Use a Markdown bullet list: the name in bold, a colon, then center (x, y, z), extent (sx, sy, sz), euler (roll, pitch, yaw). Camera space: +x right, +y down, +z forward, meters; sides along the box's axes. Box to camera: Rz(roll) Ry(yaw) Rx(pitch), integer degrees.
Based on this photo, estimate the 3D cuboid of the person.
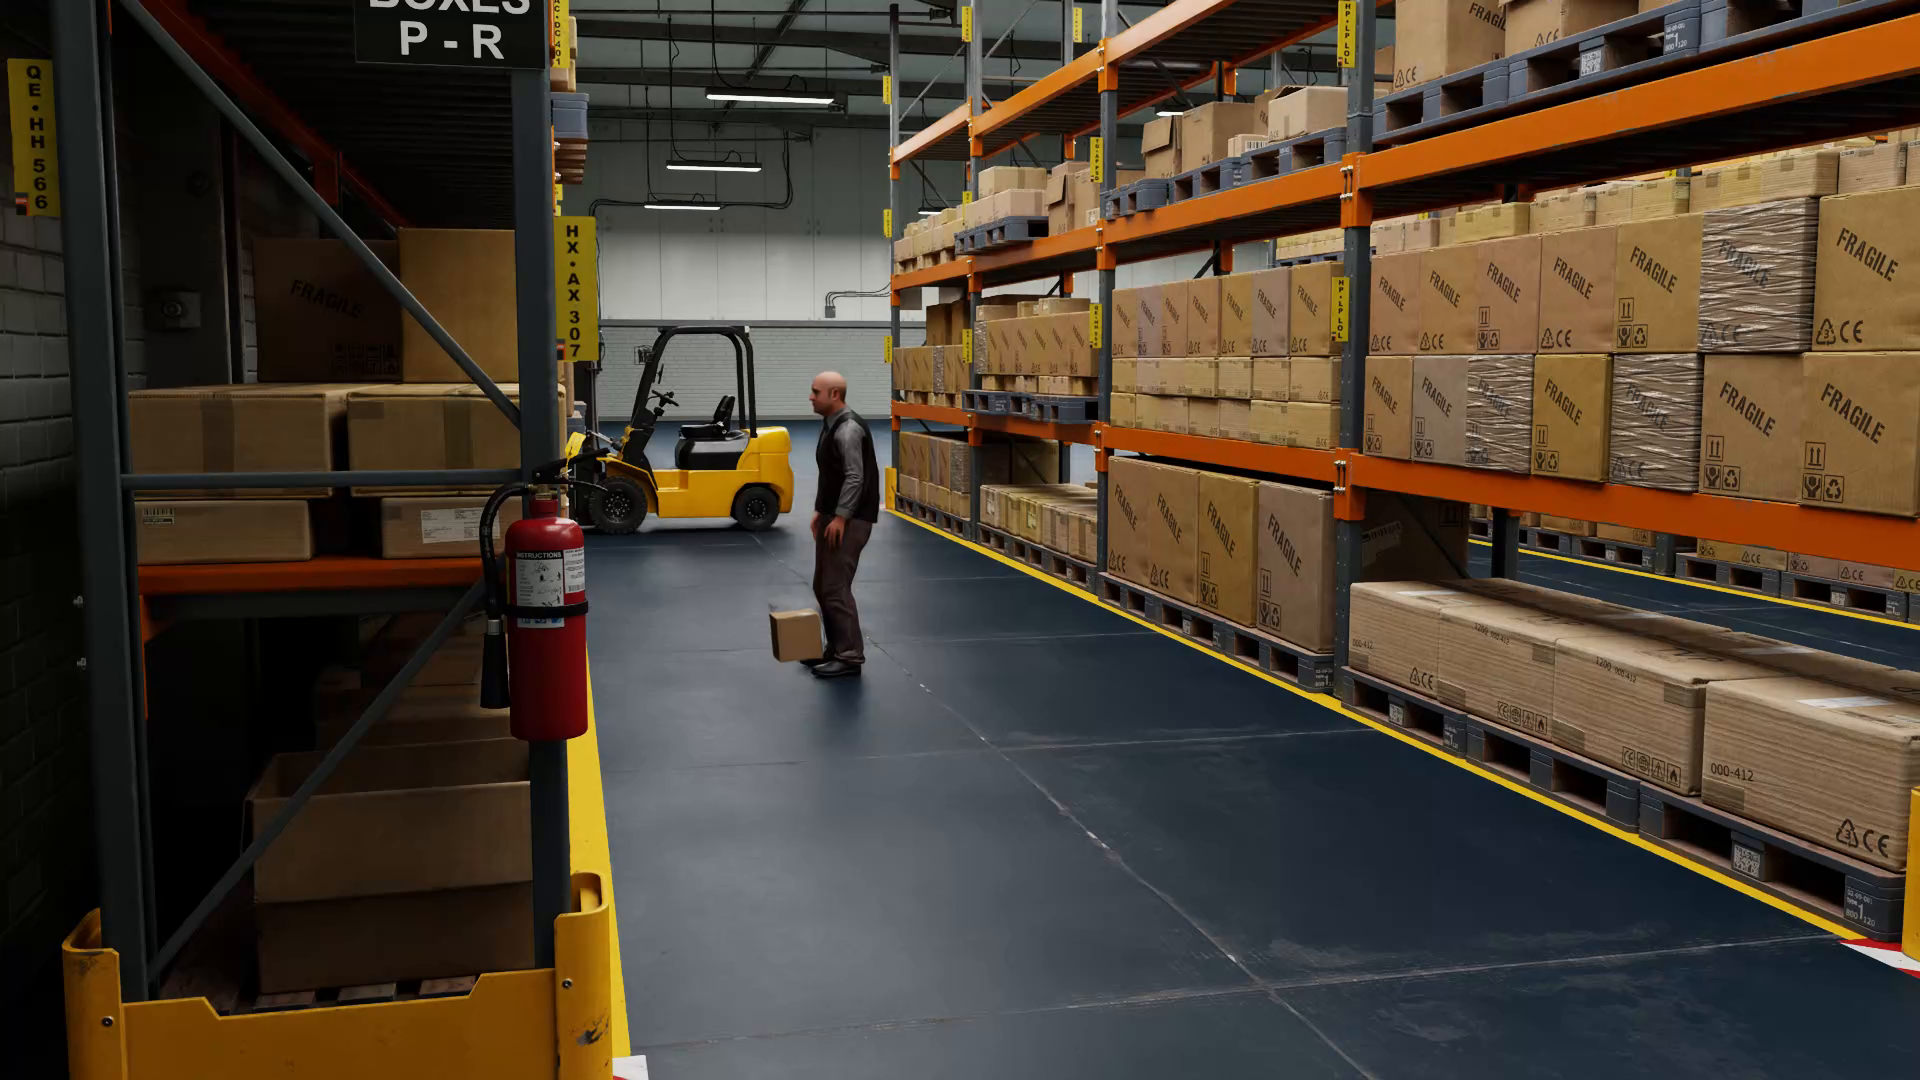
- **person**: center (-0.675, -0.100, 9.488), extent (0.423, 1.722, 0.568), euler (-2, 6, -16)
